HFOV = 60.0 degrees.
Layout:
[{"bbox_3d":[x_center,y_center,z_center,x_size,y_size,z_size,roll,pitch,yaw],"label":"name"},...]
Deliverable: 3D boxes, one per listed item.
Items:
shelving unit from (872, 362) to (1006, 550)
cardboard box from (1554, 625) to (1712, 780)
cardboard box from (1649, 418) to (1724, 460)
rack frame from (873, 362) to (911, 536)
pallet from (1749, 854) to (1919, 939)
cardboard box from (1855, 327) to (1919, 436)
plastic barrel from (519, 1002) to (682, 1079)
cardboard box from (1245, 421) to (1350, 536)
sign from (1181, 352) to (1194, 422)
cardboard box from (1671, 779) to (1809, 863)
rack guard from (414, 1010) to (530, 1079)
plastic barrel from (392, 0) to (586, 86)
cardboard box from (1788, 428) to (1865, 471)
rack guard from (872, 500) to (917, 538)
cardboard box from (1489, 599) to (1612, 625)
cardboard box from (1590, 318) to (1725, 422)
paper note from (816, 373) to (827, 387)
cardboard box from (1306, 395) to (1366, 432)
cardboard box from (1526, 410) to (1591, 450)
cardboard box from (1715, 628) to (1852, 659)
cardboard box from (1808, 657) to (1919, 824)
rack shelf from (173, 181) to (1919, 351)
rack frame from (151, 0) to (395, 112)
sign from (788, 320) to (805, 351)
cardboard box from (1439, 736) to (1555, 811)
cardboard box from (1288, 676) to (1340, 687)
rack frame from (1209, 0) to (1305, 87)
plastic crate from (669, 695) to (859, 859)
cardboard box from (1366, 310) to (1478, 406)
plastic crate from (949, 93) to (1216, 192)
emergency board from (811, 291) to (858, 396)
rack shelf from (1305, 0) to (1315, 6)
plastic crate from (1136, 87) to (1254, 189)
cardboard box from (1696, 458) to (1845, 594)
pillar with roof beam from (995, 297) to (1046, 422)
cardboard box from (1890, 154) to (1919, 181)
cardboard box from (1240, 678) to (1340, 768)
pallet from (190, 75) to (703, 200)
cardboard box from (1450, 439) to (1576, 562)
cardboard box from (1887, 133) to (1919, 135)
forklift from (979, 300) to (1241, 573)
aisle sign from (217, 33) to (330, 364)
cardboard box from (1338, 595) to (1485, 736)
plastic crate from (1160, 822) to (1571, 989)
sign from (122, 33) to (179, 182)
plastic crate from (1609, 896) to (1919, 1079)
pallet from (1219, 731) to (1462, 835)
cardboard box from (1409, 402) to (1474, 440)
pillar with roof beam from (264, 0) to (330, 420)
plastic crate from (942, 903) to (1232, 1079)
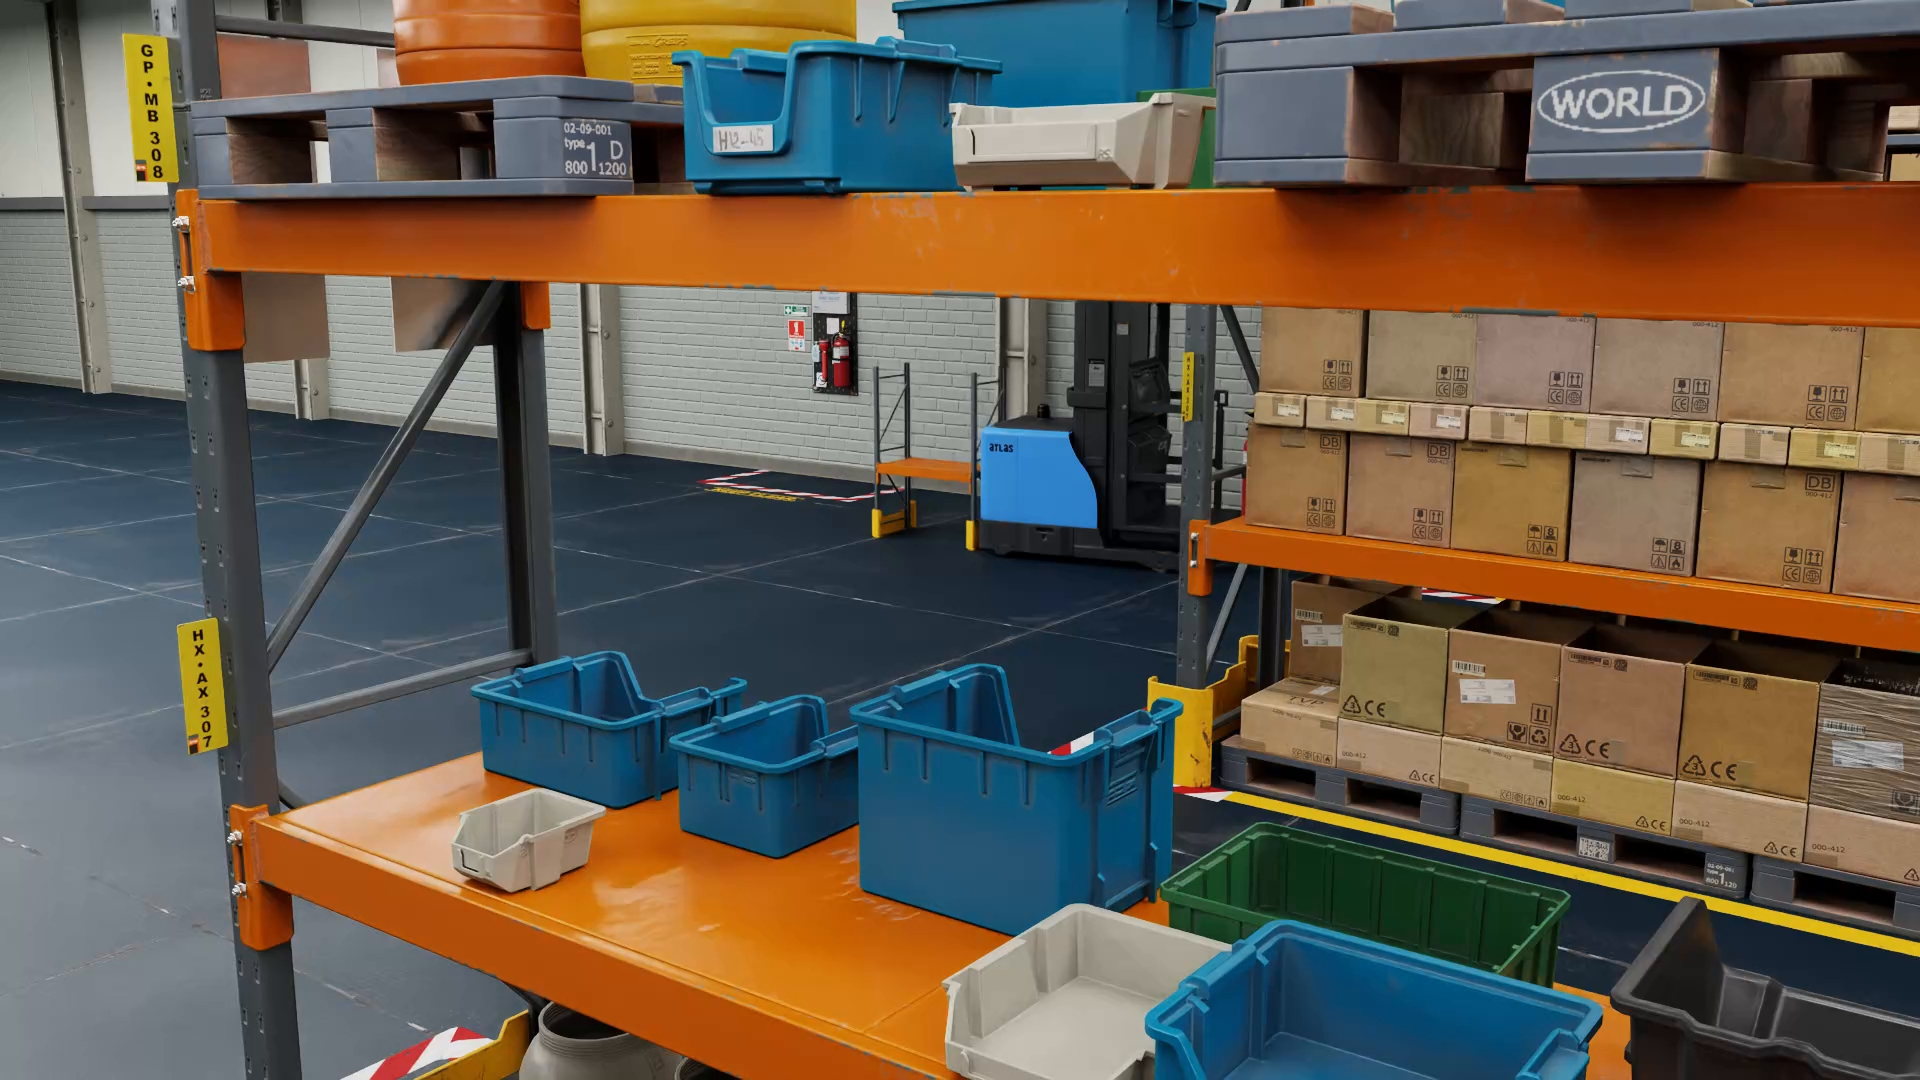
[{"bbox_3d":[-0.170,-0.750,14.456,1.083,1.500,0.587,7,13,33],"label":"shelving unit"},{"bbox_3d":[2.925,0.690,7.223,0.500,0.500,0.500,8,13,36],"label":"cardboard box"},{"bbox_3d":[3.056,-0.437,6.919,0.250,0.149,0.380,8,14,37],"label":"cardboard box"},{"bbox_3d":[-0.599,-0.804,14.739,0.032,1.500,0.500,7,13,33],"label":"rack frame"},{"bbox_3d":[4.024,1.374,6.870,1.213,0.211,1.003,8,13,36],"label":"pallet"},{"bbox_3d":[3.871,-0.691,6.523,0.500,0.500,0.700,8,13,35],"label":"cardboard box"},{"bbox_3d":[-0.943,1.487,4.392,0.421,0.512,0.421,0,11,0],"label":"plastic barrel"},{"bbox_3d":[1.785,-0.343,8.144,0.500,0.500,0.700,8,14,36],"label":"cardboard box"},{"bbox_3d":[1.083,-0.728,7.909,0.005,0.325,0.100,8,13,36],"label":"sign"},{"bbox_3d":[3.329,1.114,7.005,0.500,0.250,0.500,8,13,36],"label":"cardboard box"},{"bbox_3d":[-1.429,1.638,4.748,0.348,0.500,1.175,8,13,36],"label":"rack guard"},{"bbox_3d":[-1.052,-1.445,3.970,0.708,0.830,0.600,8,13,36],"label":"plastic barrel"},{"bbox_3d":[3.475,-0.379,6.620,0.250,0.149,0.380,8,13,35],"label":"cardboard box"},{"bbox_3d":[-0.583,-0.189,14.847,0.087,0.250,0.587,7,13,33],"label":"rack guard"},{"bbox_3d":[2.840,0.552,7.939,0.500,0.500,0.500,8,13,36],"label":"cardboard box"},{"bbox_3d":[3.066,-0.803,7.105,0.500,0.500,0.700,8,14,36],"label":"cardboard box"},{"bbox_3d":[-1.485,-1.717,17.829,0.142,0.148,0.016,8,13,36],"label":"paper note"},{"bbox_3d":[1.820,-0.610,7.814,0.250,0.149,0.380,8,13,34],"label":"cardboard box"},{"bbox_3d":[2.645,-0.495,7.218,0.250,0.149,0.380,8,13,35],"label":"cardboard box"},{"bbox_3d":[3.646,0.664,7.359,0.500,0.500,0.500,8,13,36],"label":"cardboard box"},{"bbox_3d":[3.741,0.800,6.657,0.500,0.500,0.500,8,13,36],"label":"cardboard box"},{"bbox_3d":[0.094,-0.485,3.138,4.000,0.370,1.077,8,13,36],"label":"rack shelf"},{"bbox_3d":[-1.518,-2.536,3.947,0.127,3.000,1.000,8,13,36],"label":"rack frame"},{"bbox_3d":[-1.768,-2.215,17.987,0.234,0.329,0.001,8,13,36],"label":"sign"},{"bbox_3d":[2.525,1.001,7.590,0.500,0.250,0.500,8,13,36],"label":"cardboard box"},{"bbox_3d":[2.024,0.810,8.578,0.500,0.250,0.500,8,13,36],"label":"cardboard box"},{"bbox_3d":[1.416,-3.294,7.865,0.127,3.000,1.000,8,13,36],"label":"rack frame"},{"bbox_3d":[-0.418,0.567,4.095,0.408,0.251,0.499,8,13,36],"label":"plastic crate"},{"bbox_3d":[2.255,-0.916,7.689,0.500,0.500,0.700,8,13,34],"label":"cardboard box"},{"bbox_3d":[0.173,-0.603,2.546,0.396,0.136,0.243,8,13,36],"label":"plastic crate"},{"bbox_3d":[-1.383,-2.119,17.588,0.643,1.169,0.194,8,13,36],"label":"emergency board"},{"bbox_3d":[3.029,-2.520,6.809,4.000,0.370,1.077,8,13,36],"label":"rack shelf"},{"bbox_3d":[0.595,-0.729,3.060,0.450,0.188,0.336,8,13,36],"label":"plastic crate"},{"bbox_3d":[3.448,-0.112,6.950,0.500,0.500,0.700,8,14,36],"label":"cardboard box"},{"bbox_3d":[-1.962,-4.122,12.145,0.400,9.000,9.100,8,13,36],"label":"pillar with roof beam"},{"bbox_3d":[6.147,-2.324,10.430,0.500,0.500,0.500,7,13,33],"label":"cardboard box"},{"bbox_3d":[1.717,0.889,8.168,0.500,0.250,0.500,8,13,36],"label":"cardboard box"},{"bbox_3d":[-0.910,-0.863,3.692,1.213,0.211,1.003,8,13,36],"label":"pallet"},{"bbox_3d":[2.608,-0.228,7.549,0.500,0.500,0.700,8,14,36],"label":"cardboard box"},{"bbox_3d":[3.955,-1.761,6.596,0.500,0.311,0.500,7,13,32],"label":"cardboard box"},{"bbox_3d":[1.720,-1.280,13.427,3.031,2.935,1.130,5,12,23],"label":"forklift"},{"bbox_3d":[-1.750,-0.830,4.080,0.004,0.787,0.394,8,13,36],"label":"aisle sign"},{"bbox_3d":[2.121,0.577,7.808,0.500,0.500,0.500,8,13,36],"label":"cardboard box"},{"bbox_3d":[0.779,0.767,3.225,0.662,0.188,0.450,8,13,36],"label":"plastic crate"},{"bbox_3d":[-1.848,-0.984,3.799,0.005,0.325,0.100,8,13,36],"label":"sign"},{"bbox_3d":[1.359,0.811,2.603,0.504,0.338,0.767,8,13,36],"label":"plastic crate"},{"bbox_3d":[2.058,1.100,8.288,1.213,0.211,1.003,8,13,36],"label":"pallet"},{"bbox_3d":[2.222,-0.553,7.519,0.250,0.149,0.380,8,13,35],"label":"cardboard box"},{"bbox_3d":[-11.634,-5.471,19.119,0.400,9.000,9.100,8,13,36],"label":"pillar with roof beam"},{"bbox_3d":[0.247,0.845,2.961,0.437,0.136,0.530,8,13,36],"label":"plastic crate"}]
